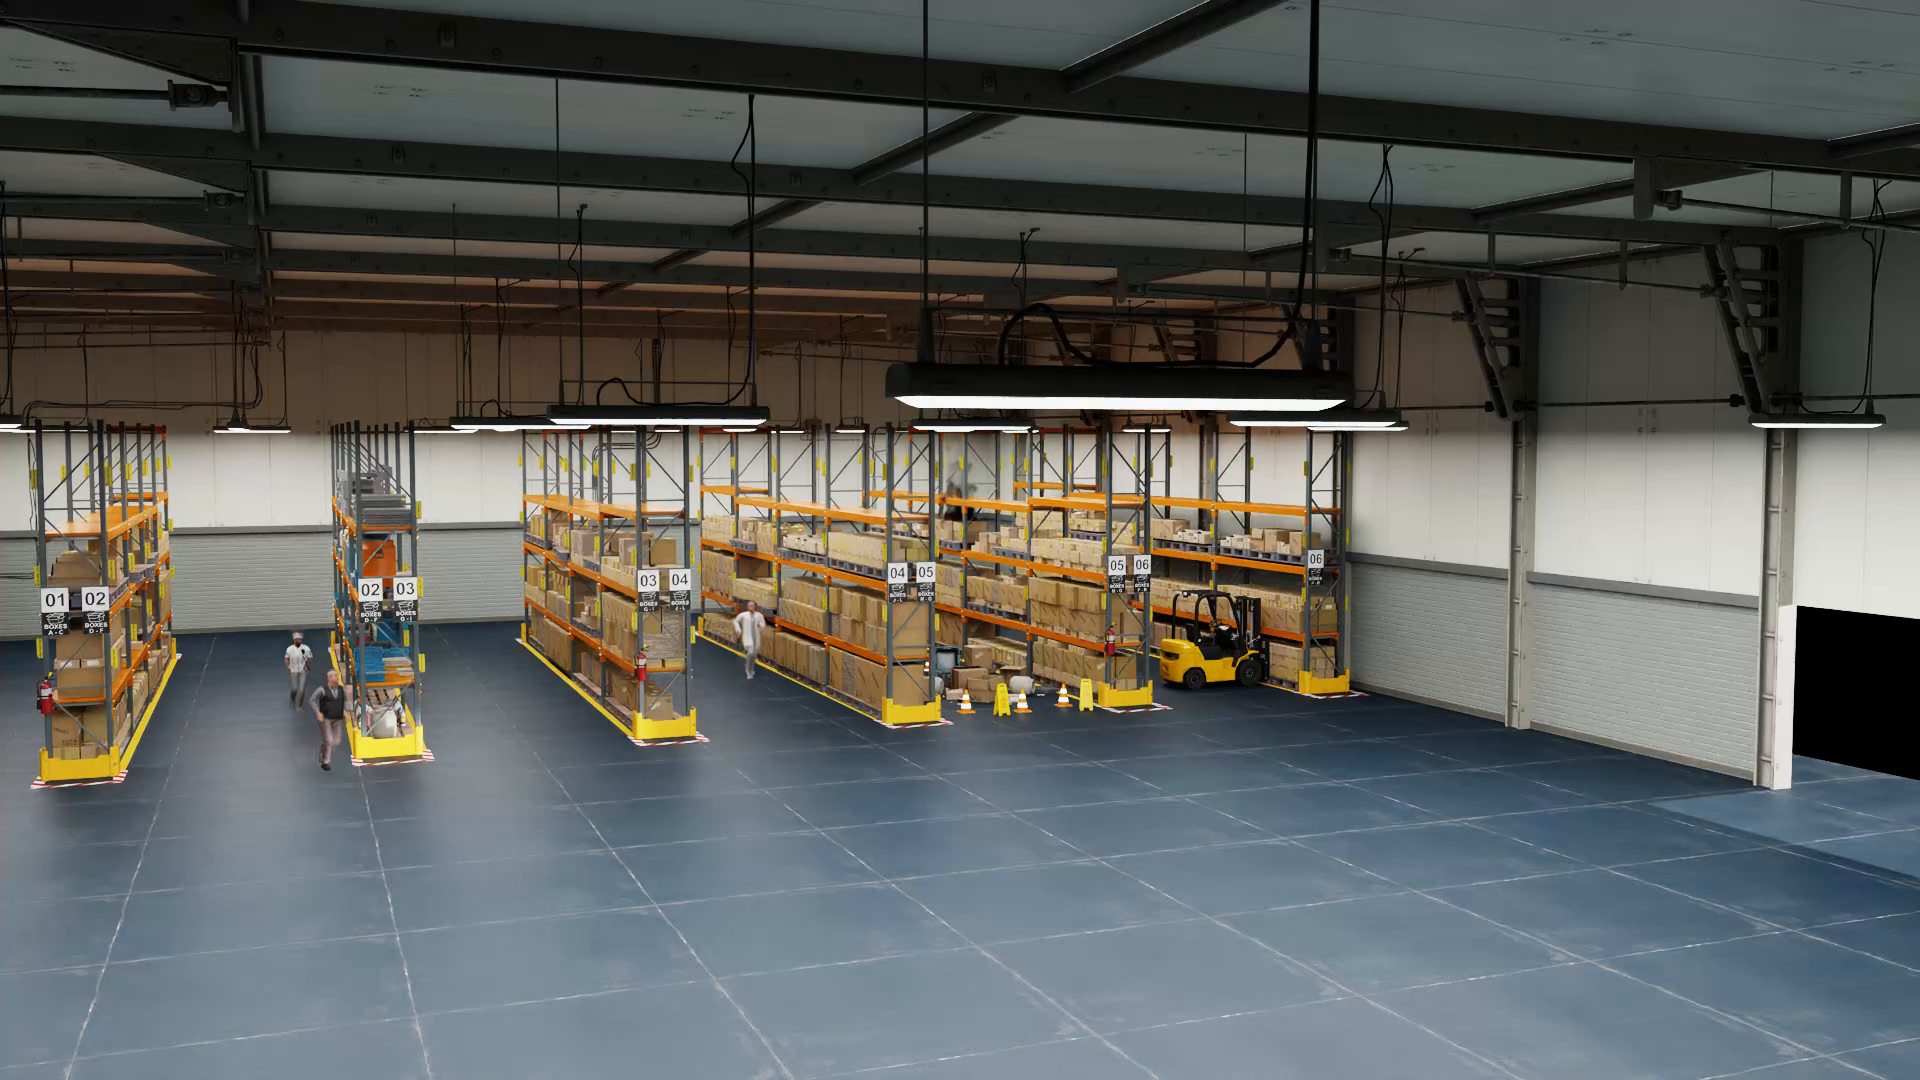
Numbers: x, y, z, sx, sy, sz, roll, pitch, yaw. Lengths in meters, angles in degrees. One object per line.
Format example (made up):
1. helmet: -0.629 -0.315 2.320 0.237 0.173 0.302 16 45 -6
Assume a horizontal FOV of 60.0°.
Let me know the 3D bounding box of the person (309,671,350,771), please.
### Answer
1. person: -10.880 3.099 28.736 0.568 1.679 0.711 3 5 42

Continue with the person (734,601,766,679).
1. person: -4.947 2.378 39.434 0.675 1.846 0.829 -2 4 -29

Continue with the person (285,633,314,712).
1. person: -13.699 2.742 34.472 0.566 1.670 0.571 -1 4 -20
